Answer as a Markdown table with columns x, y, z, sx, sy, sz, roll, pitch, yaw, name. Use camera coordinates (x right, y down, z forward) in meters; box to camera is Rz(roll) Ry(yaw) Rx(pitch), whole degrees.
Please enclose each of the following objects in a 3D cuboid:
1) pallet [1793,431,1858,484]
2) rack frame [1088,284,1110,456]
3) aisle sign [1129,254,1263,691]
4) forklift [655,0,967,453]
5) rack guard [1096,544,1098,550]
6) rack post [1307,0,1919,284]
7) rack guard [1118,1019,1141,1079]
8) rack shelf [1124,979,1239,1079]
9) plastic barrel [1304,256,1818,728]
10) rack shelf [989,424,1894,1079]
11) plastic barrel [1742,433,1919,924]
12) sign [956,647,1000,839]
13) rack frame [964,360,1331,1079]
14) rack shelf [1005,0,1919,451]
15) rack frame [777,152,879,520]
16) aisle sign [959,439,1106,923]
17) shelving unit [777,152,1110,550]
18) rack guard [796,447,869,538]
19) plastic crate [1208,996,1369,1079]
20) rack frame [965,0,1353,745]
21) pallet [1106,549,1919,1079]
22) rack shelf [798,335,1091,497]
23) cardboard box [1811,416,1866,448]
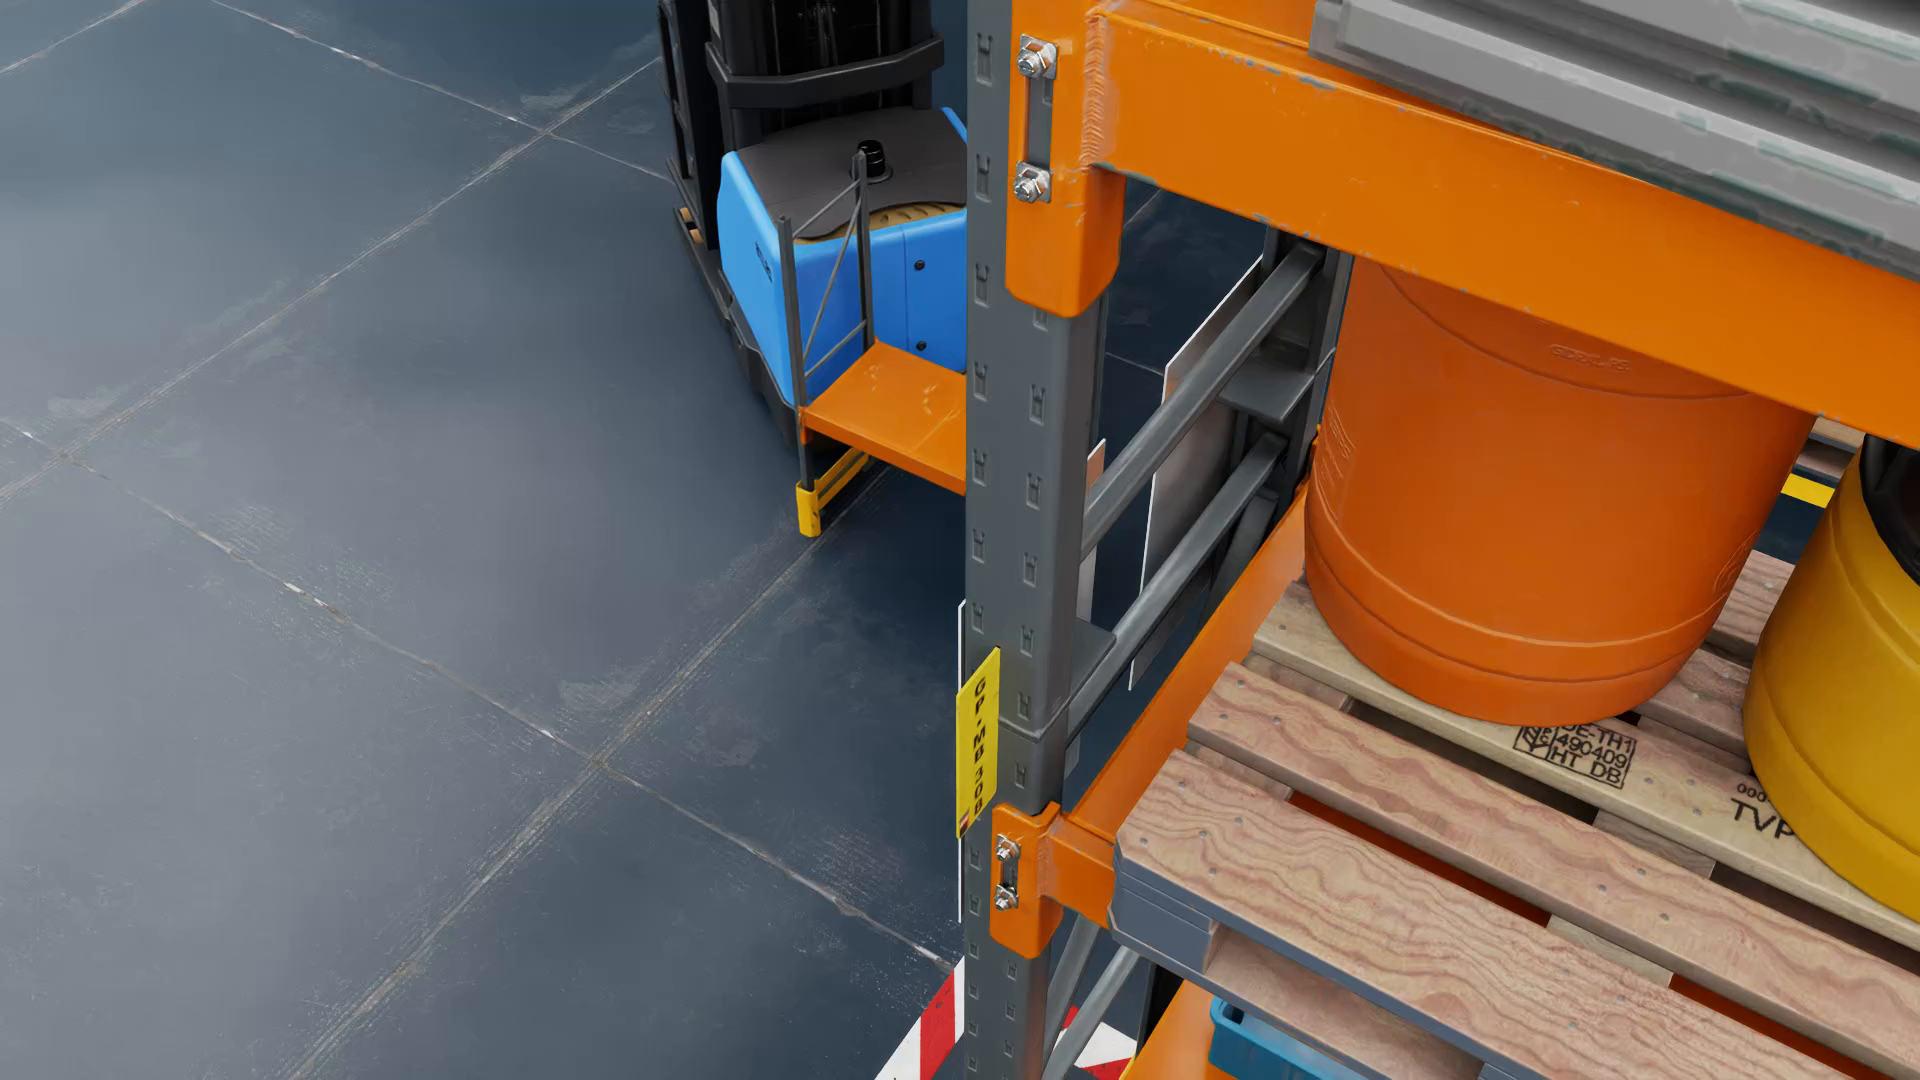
| x | y | z | sx | sy | sz | roll | pitch | yaw | name |
| --- | --- | --- | --- | --- | --- | --- | --- | --- | --- |
| 3.668 | -0.744 | 7.326 | 1.213 | 0.211 | 1.003 | 25 | 51 | 22 | pallet |
| 0.373 | -0.335 | 6.030 | 0.032 | 1.500 | 0.500 | 24 | 51 | 22 | rack frame |
| 0.424 | -0.111 | 2.954 | 0.004 | 0.787 | 0.394 | 25 | 51 | 22 | aisle sign |
| -0.758 | -2.462 | 7.099 | 1.130 | 2.935 | 3.031 | -16 | 48 | -15 | forklift |
| 0.372 | 0.100 | 6.479 | 0.087 | 0.250 | 0.587 | 24 | 51 | 22 | rack guard |
| 0.892 | -0.545 | 1.354 | 0.954 | 0.300 | 0.937 | 30 | 53 | 26 | rack post |
| 0.414 | 1.874 | 4.580 | 0.348 | 0.500 | 1.175 | 25 | 51 | 22 | rack guard |
| 2.008 | 2.027 | 3.190 | 4.000 | 0.370 | 1.077 | 25 | 51 | 22 | rack shelf |
| 0.802 | -0.228 | 2.196 | 0.708 | 0.830 | 0.600 | 25 | 51 | 22 | plastic barrel |
| 2.008 | 0.982 | 2.115 | 4.000 | 0.370 | 1.077 | 25 | 51 | 22 | rack shelf |
| 1.353 | 0.109 | 2.037 | 0.600 | 0.588 | 0.600 | 0 | 46 | 0 | plastic barrel |
| 0.024 | 0.284 | 2.285 | 0.005 | 0.325 | 0.100 | 25 | 51 | 22 | sign |
| 0.325 | 1.002 | 3.685 | 0.127 | 3.000 | 1.000 | 25 | 51 | 22 | rack frame |
| 2.008 | 0.076 | 1.182 | 4.000 | 0.370 | 1.077 | 25 | 51 | 22 | rack shelf |
| -0.486 | -0.725 | 6.409 | 0.032 | 1.500 | 0.500 | 24 | 51 | 22 | rack frame |
| 0.106 | 0.245 | 2.608 | 0.004 | 0.787 | 0.394 | 25 | 51 | 22 | aisle sign |
| -0.049 | -0.527 | 6.216 | 1.083 | 1.500 | 0.587 | 24 | 51 | 22 | shelving unit |
| -0.470 | -0.282 | 6.850 | 0.087 | 0.250 | 0.587 | 24 | 51 | 22 | rack guard |
| 0.908 | 1.067 | 3.725 | 0.616 | 0.251 | 0.499 | 25 | 51 | 22 | plastic crate |
| 0.325 | -1.089 | 1.533 | 0.127 | 3.000 | 1.000 | 25 | 51 | 22 | rack frame |
| 0.968 | 0.402 | 2.308 | 1.213 | 0.211 | 1.003 | 25 | 51 | 22 | pallet |
| -0.057 | -0.405 | 6.349 | 1.000 | 0.185 | 0.538 | 24 | 51 | 22 | rack shelf |
| 3.756 | -0.642 | 6.906 | 0.500 | 0.250 | 0.500 | 25 | 51 | 22 | cardboard box |
